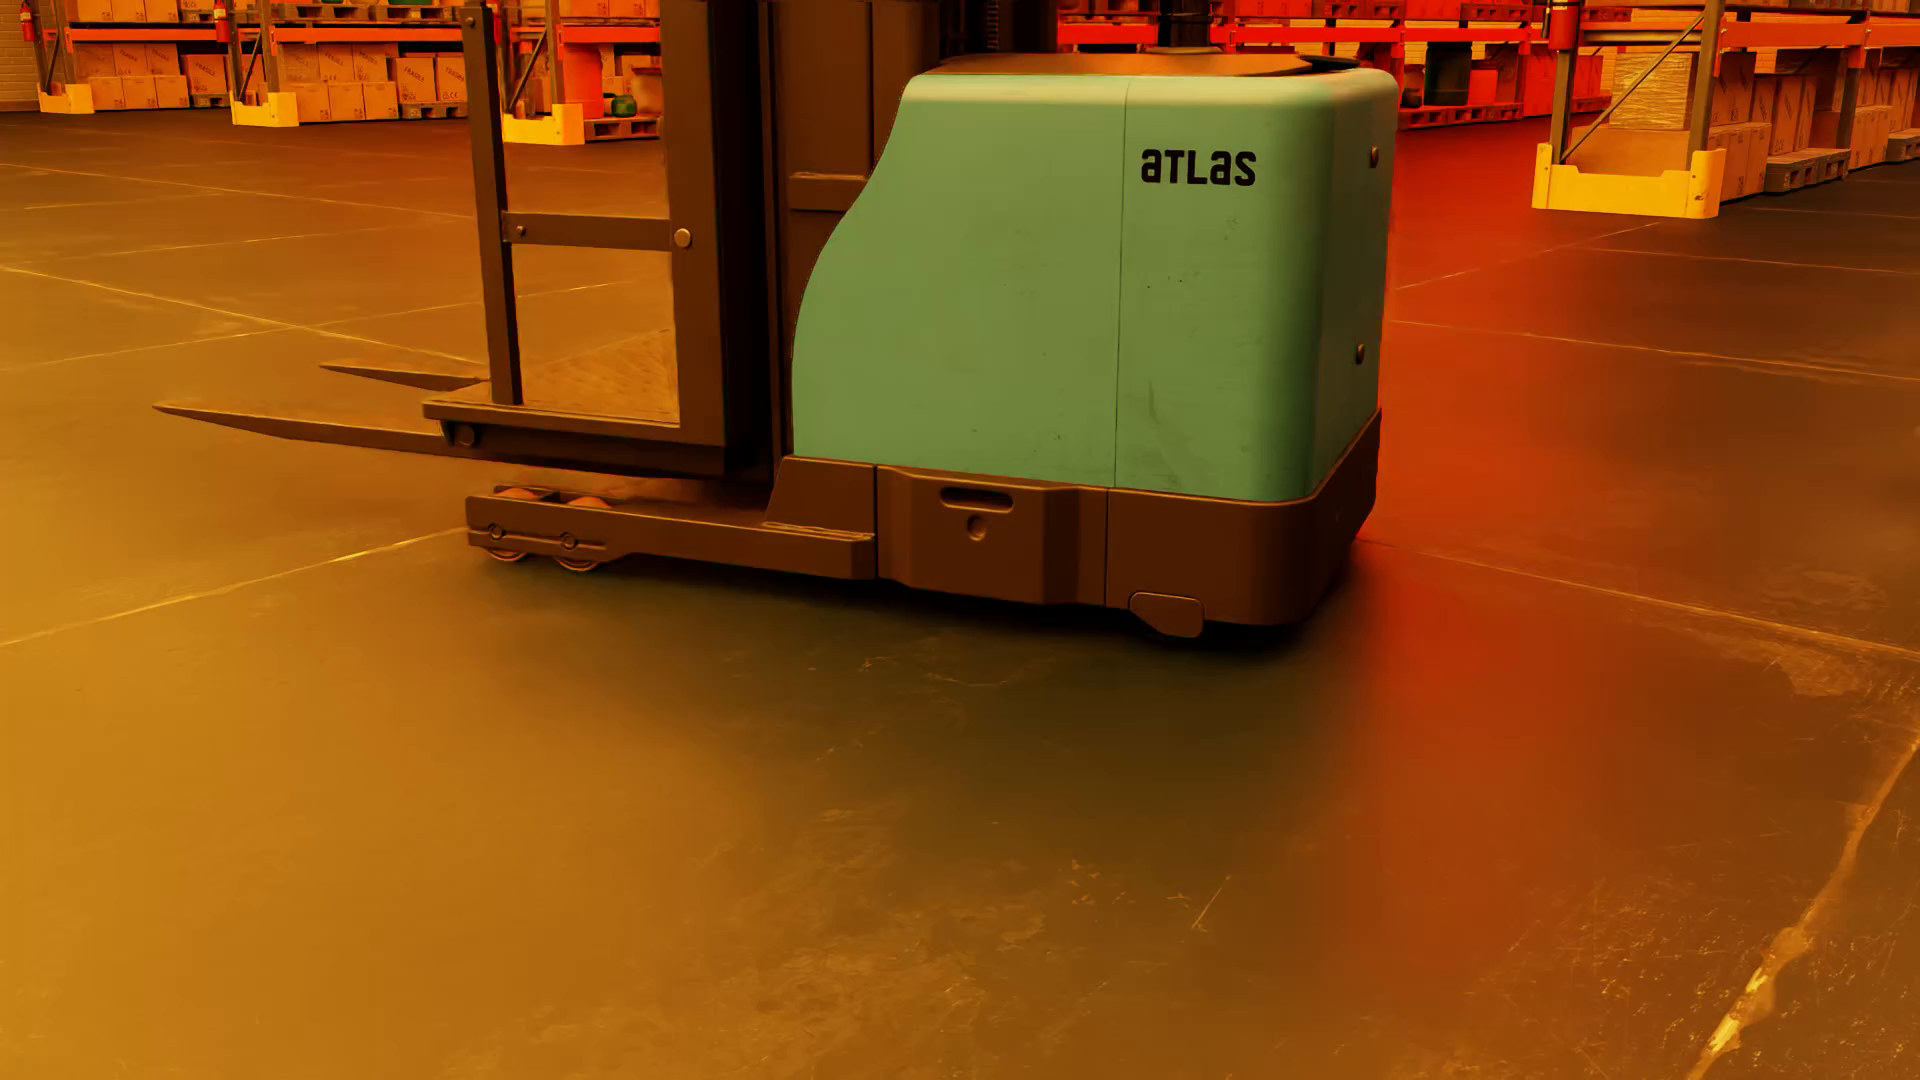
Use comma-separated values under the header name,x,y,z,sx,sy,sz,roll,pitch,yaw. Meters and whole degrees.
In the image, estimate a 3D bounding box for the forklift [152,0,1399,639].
name,x,y,z,sx,sy,sz,roll,pitch,yaw
forklift,-0.576,-1.465,3.723,3.031,2.935,1.130,7,18,21
